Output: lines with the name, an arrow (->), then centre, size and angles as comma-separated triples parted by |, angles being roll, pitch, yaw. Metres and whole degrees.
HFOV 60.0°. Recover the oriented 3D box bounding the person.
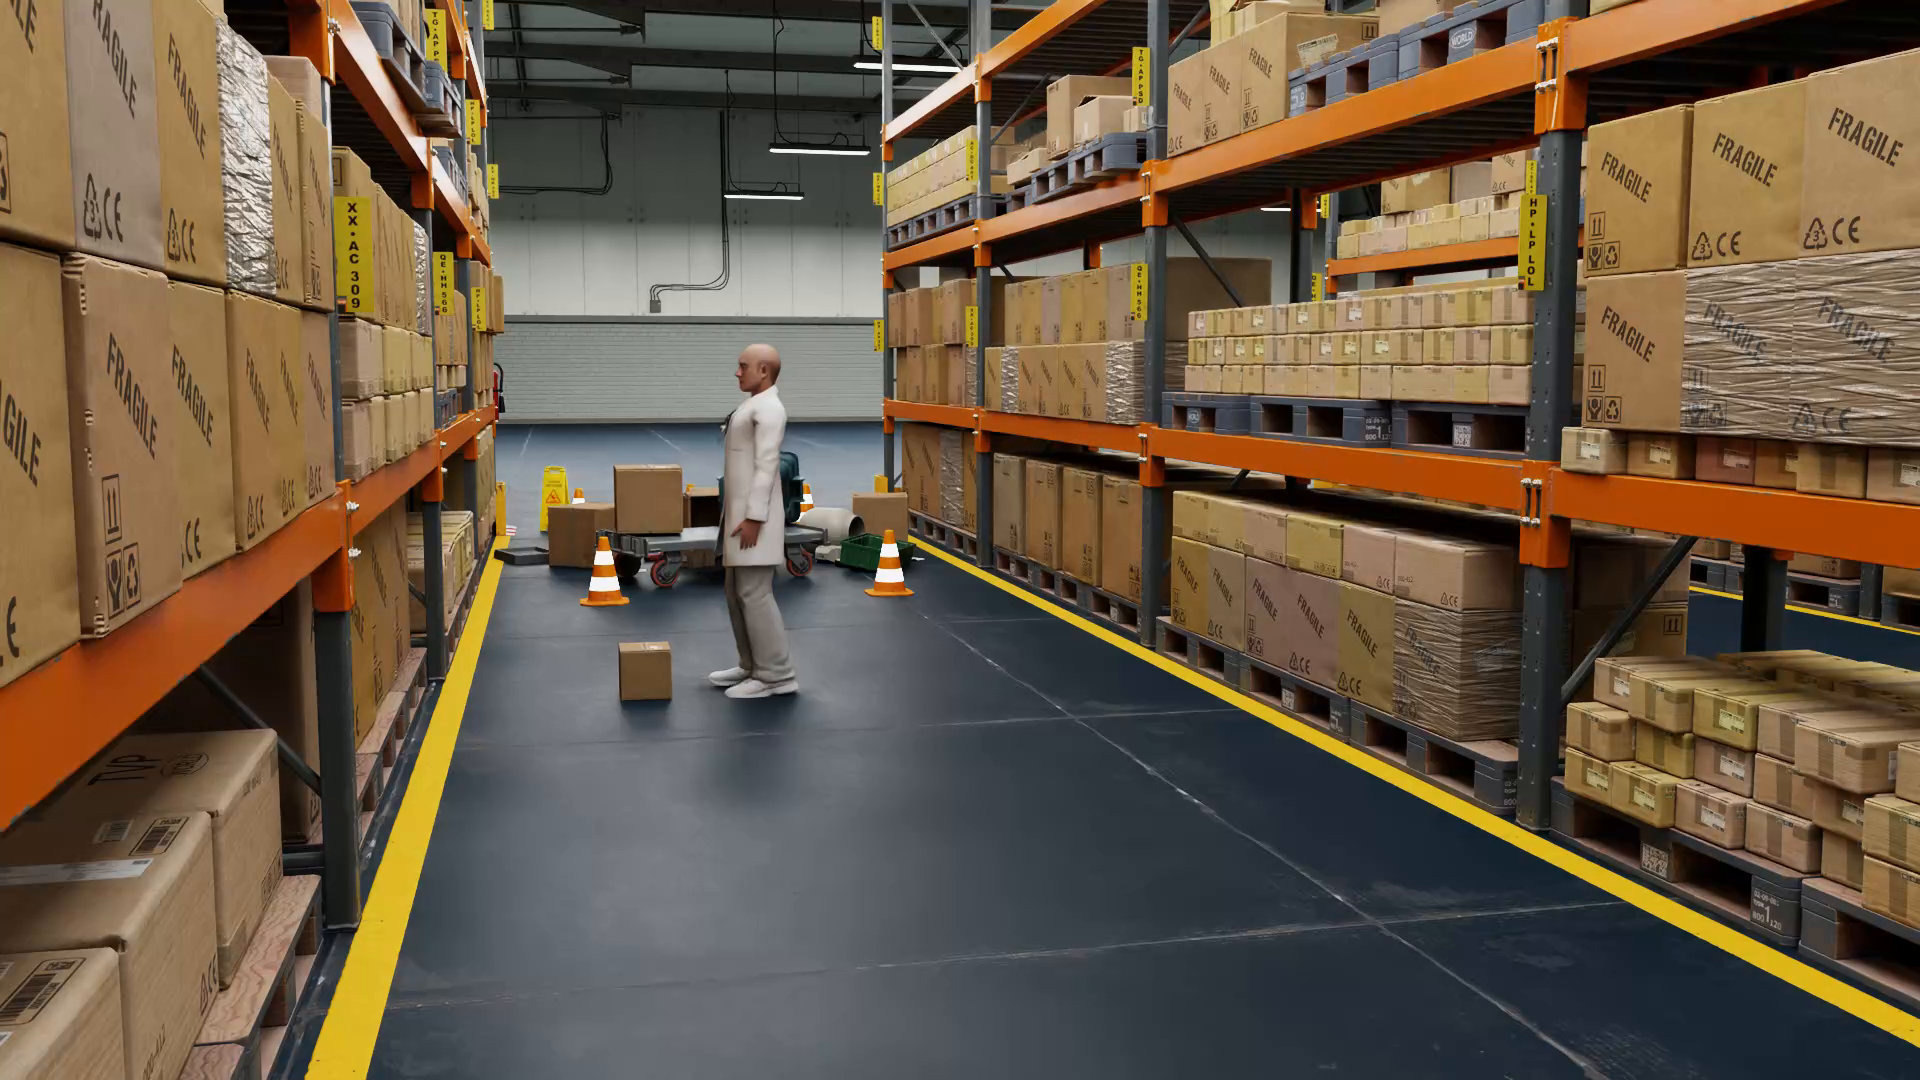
person -> -1.057, -0.097, 8.422 | 0.440, 1.786, 0.566 | -1, 6, -13
